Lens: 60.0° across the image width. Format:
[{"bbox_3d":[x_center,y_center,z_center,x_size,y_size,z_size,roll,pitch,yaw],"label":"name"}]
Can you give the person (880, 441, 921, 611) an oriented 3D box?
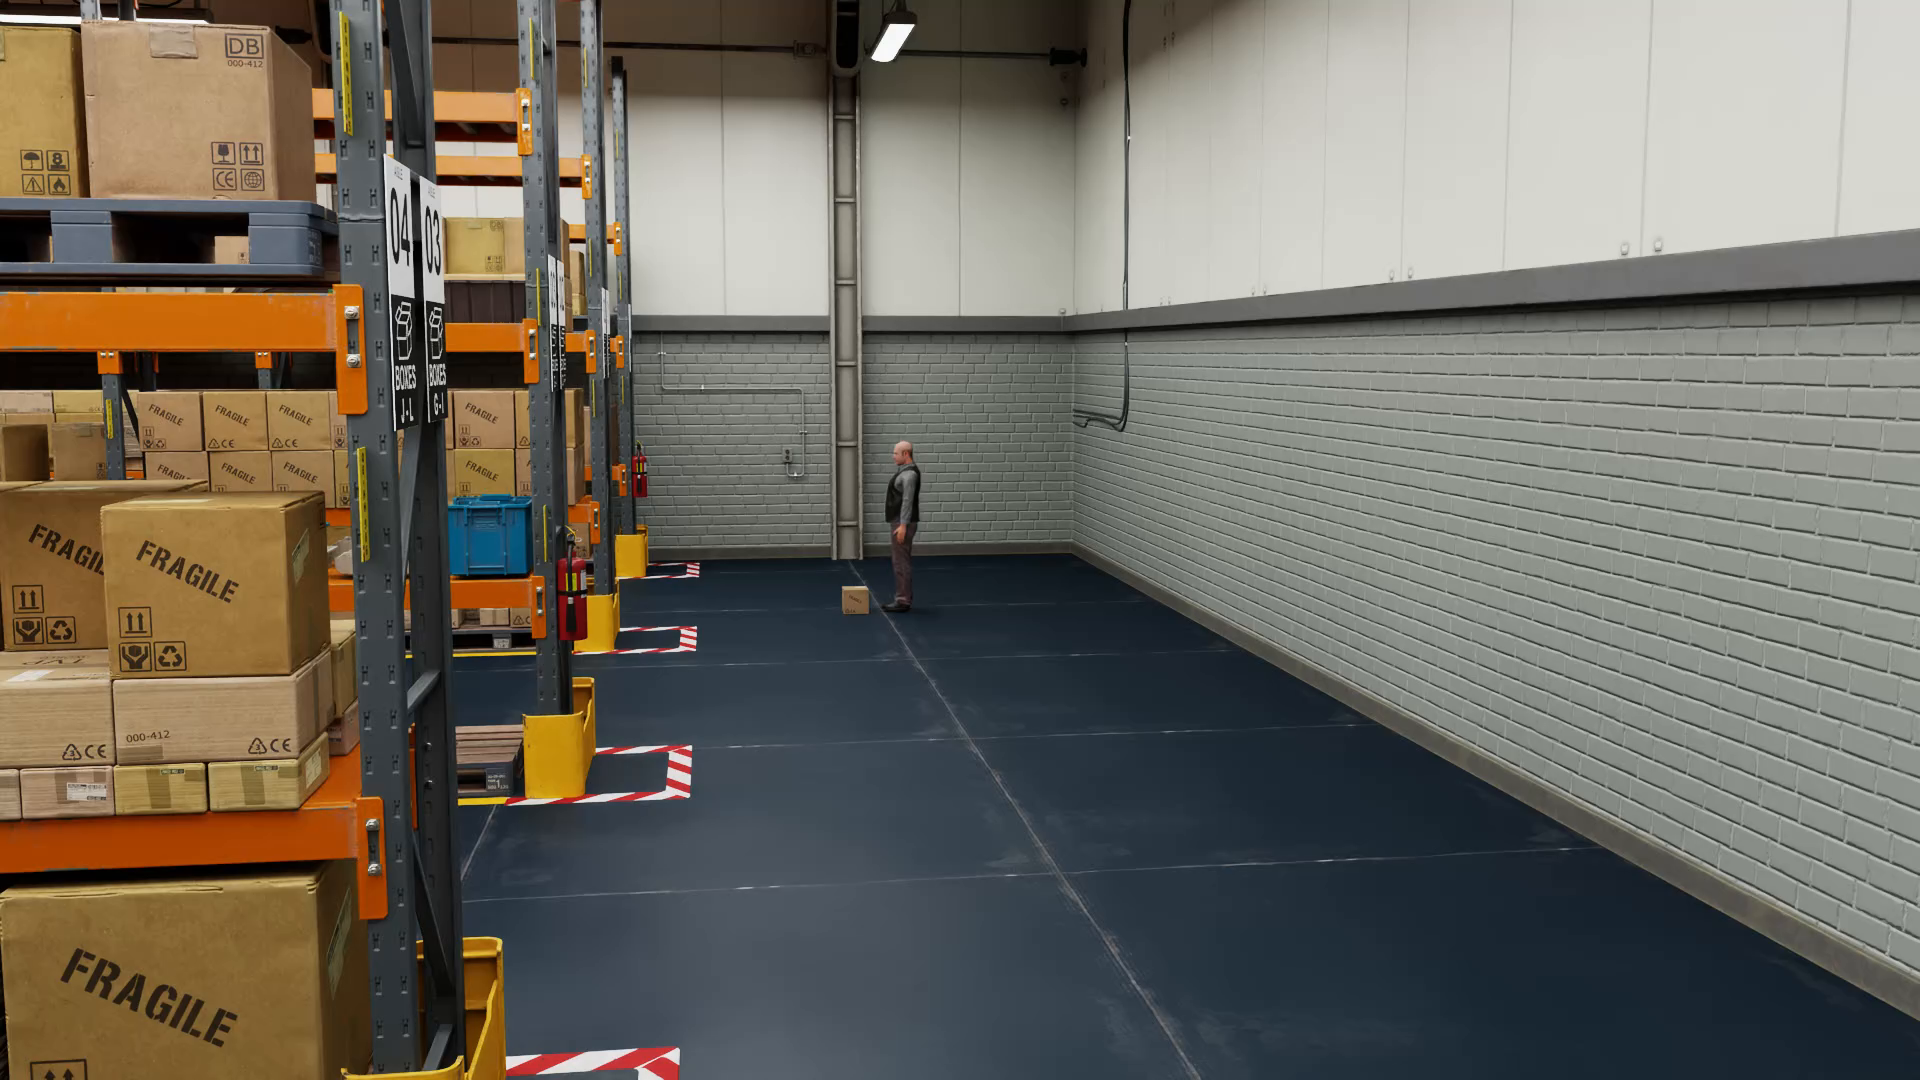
[{"bbox_3d":[-0.608,-0.132,16.936,0.413,1.744,0.548,0,6,-1],"label":"person"}]
